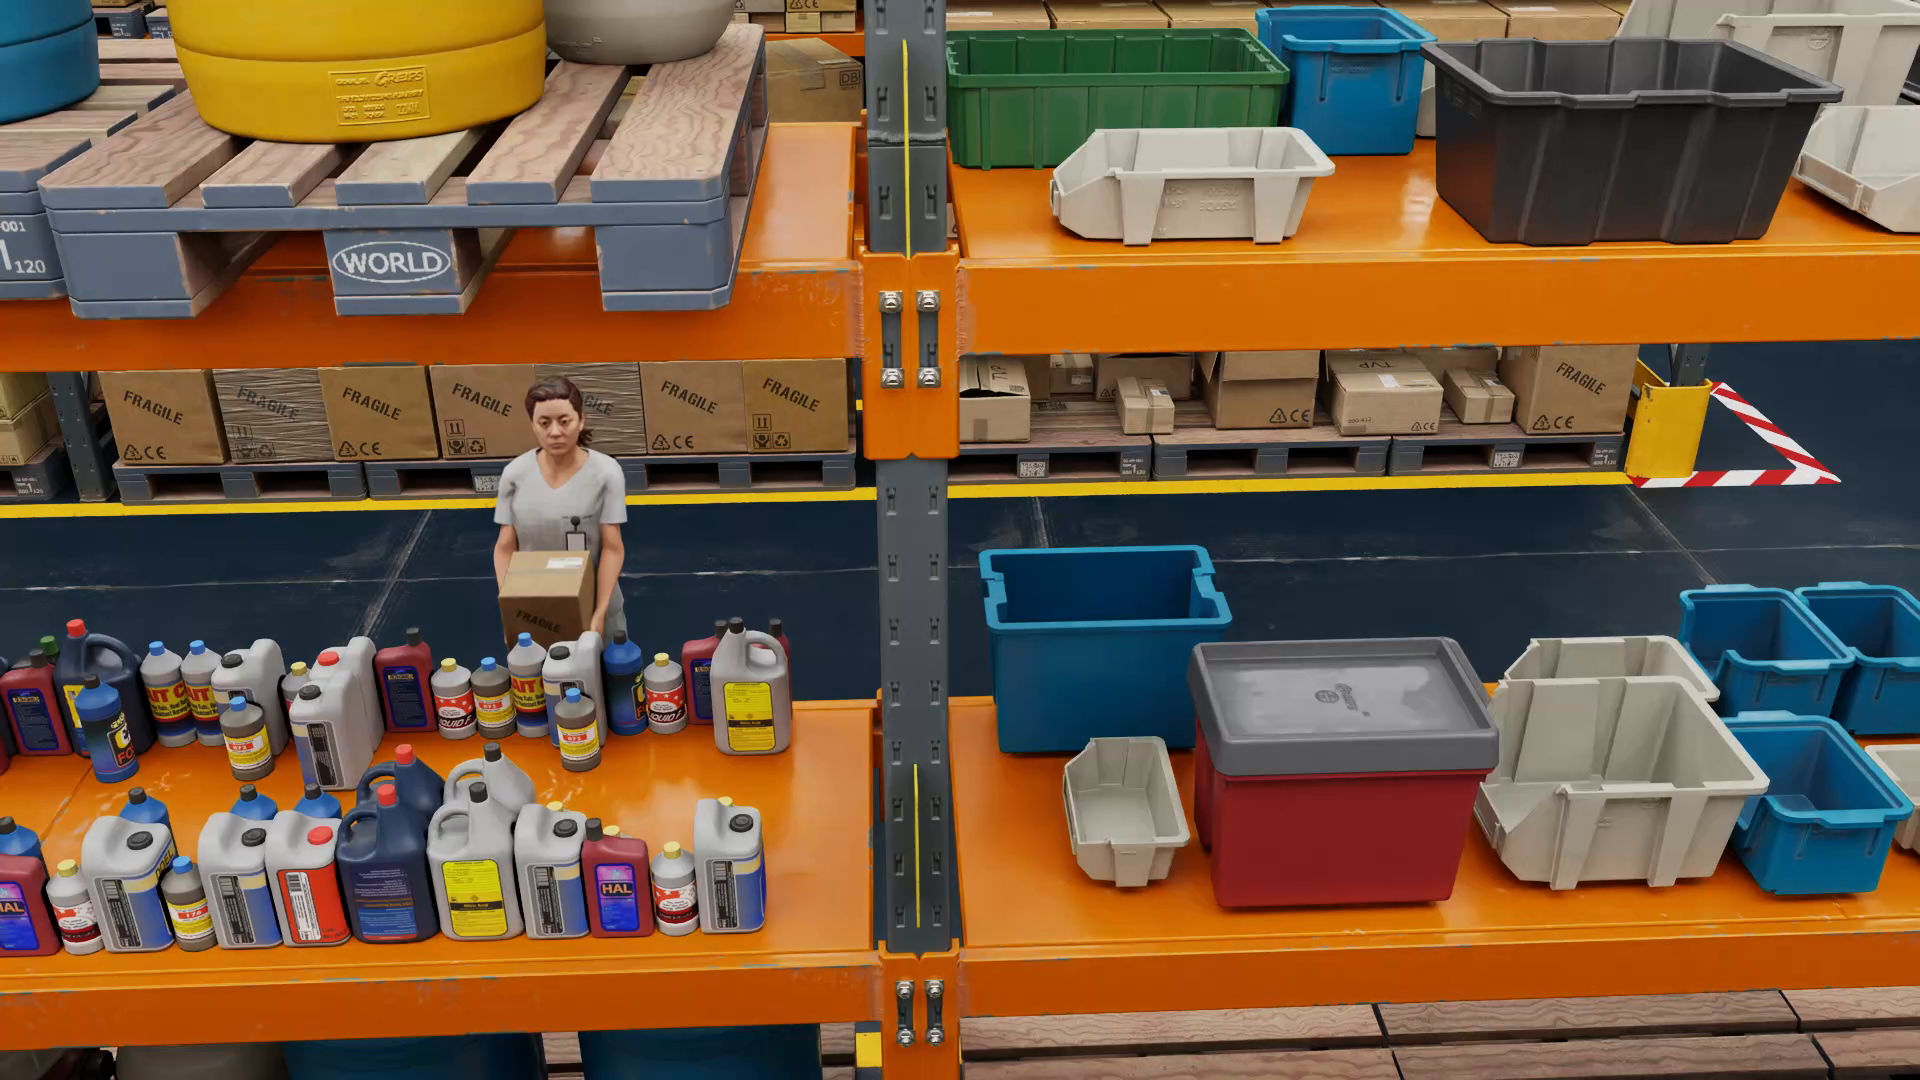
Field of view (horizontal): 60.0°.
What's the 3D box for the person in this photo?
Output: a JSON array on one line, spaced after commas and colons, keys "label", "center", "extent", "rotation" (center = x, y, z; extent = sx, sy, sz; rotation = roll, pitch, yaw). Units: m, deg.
[{"label": "person", "center": [-1.318, 0.279, 5.603], "extent": [0.436, 1.663, 0.560], "rotation": [-1, 28, -2]}]
